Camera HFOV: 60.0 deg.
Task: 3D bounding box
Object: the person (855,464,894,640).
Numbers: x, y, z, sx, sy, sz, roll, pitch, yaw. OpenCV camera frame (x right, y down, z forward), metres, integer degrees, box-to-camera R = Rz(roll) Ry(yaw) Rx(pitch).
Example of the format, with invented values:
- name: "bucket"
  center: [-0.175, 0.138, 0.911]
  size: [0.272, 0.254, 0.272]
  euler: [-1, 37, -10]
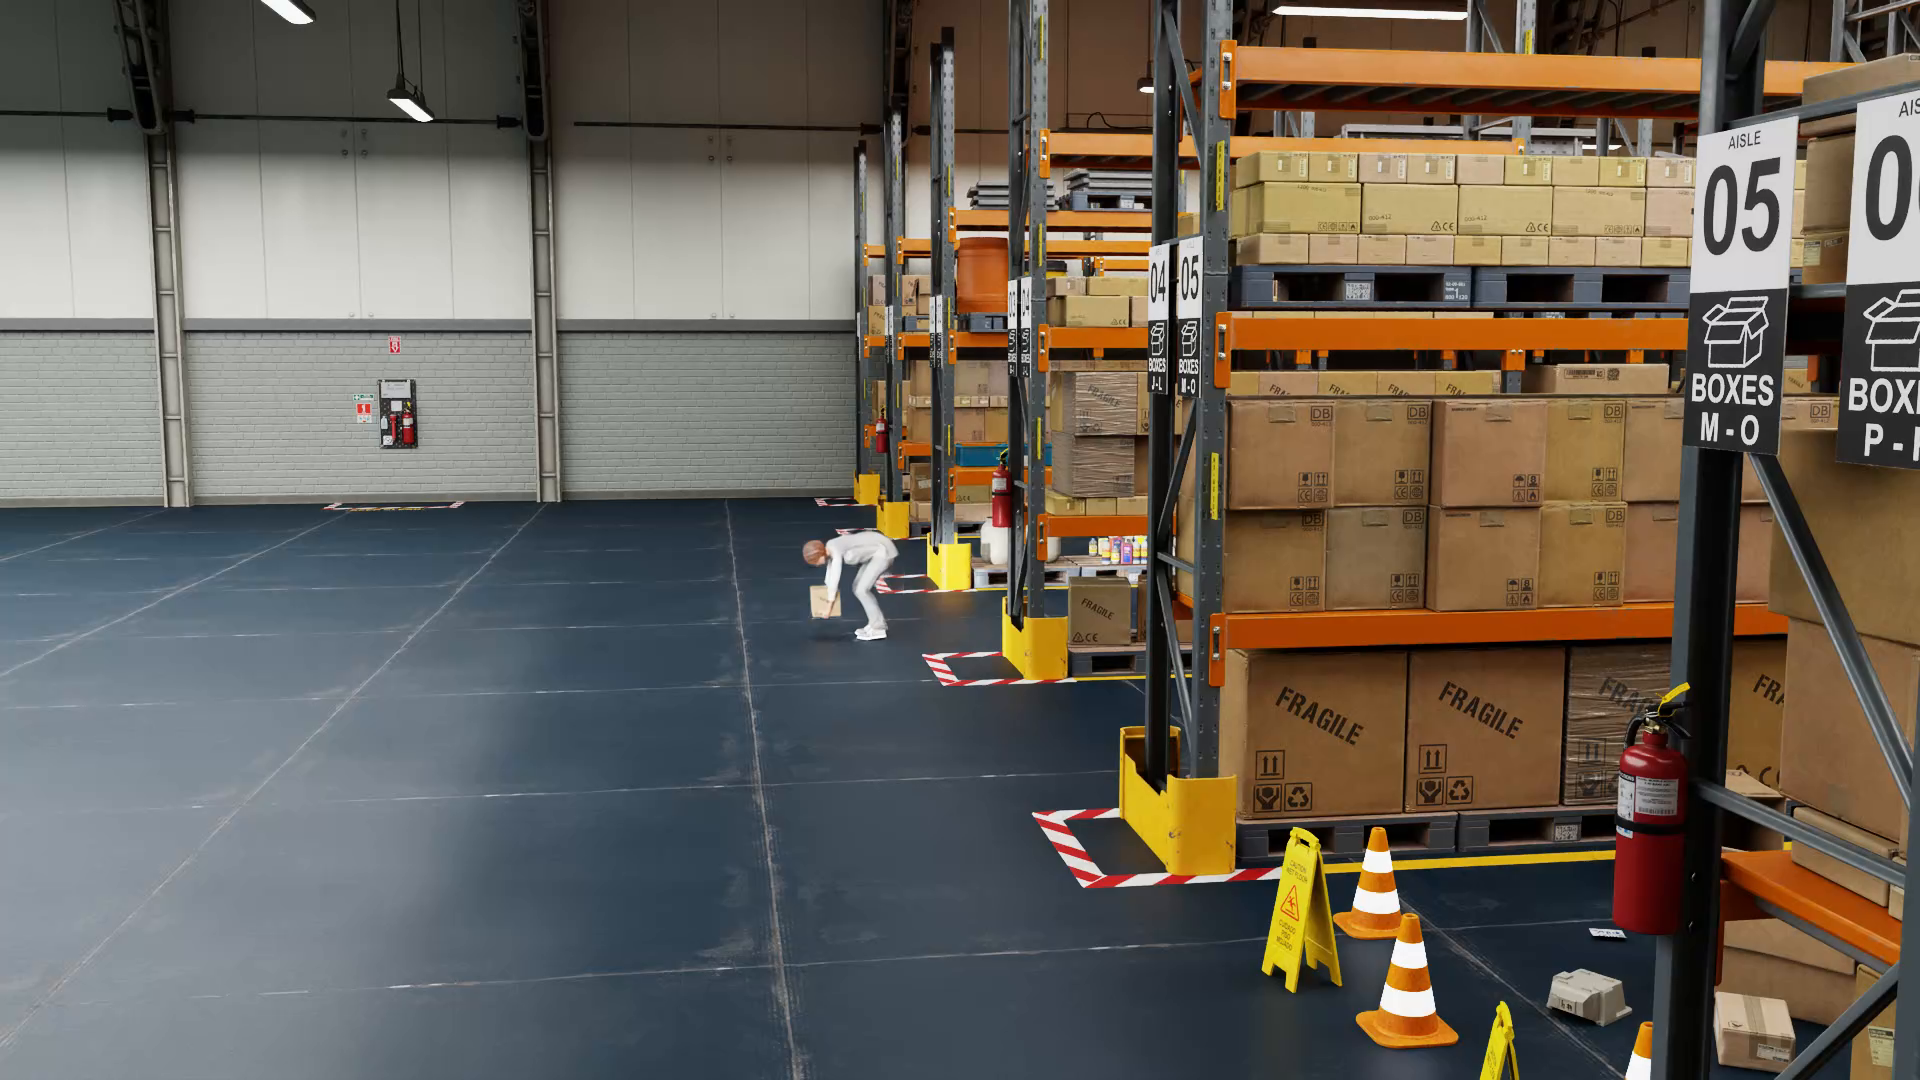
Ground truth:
- name: "person"
  center: [-0.783, 0.105, 15.146]
  size: [0.347, 1.591, 0.480]
  euler: [-1, 7, -12]
